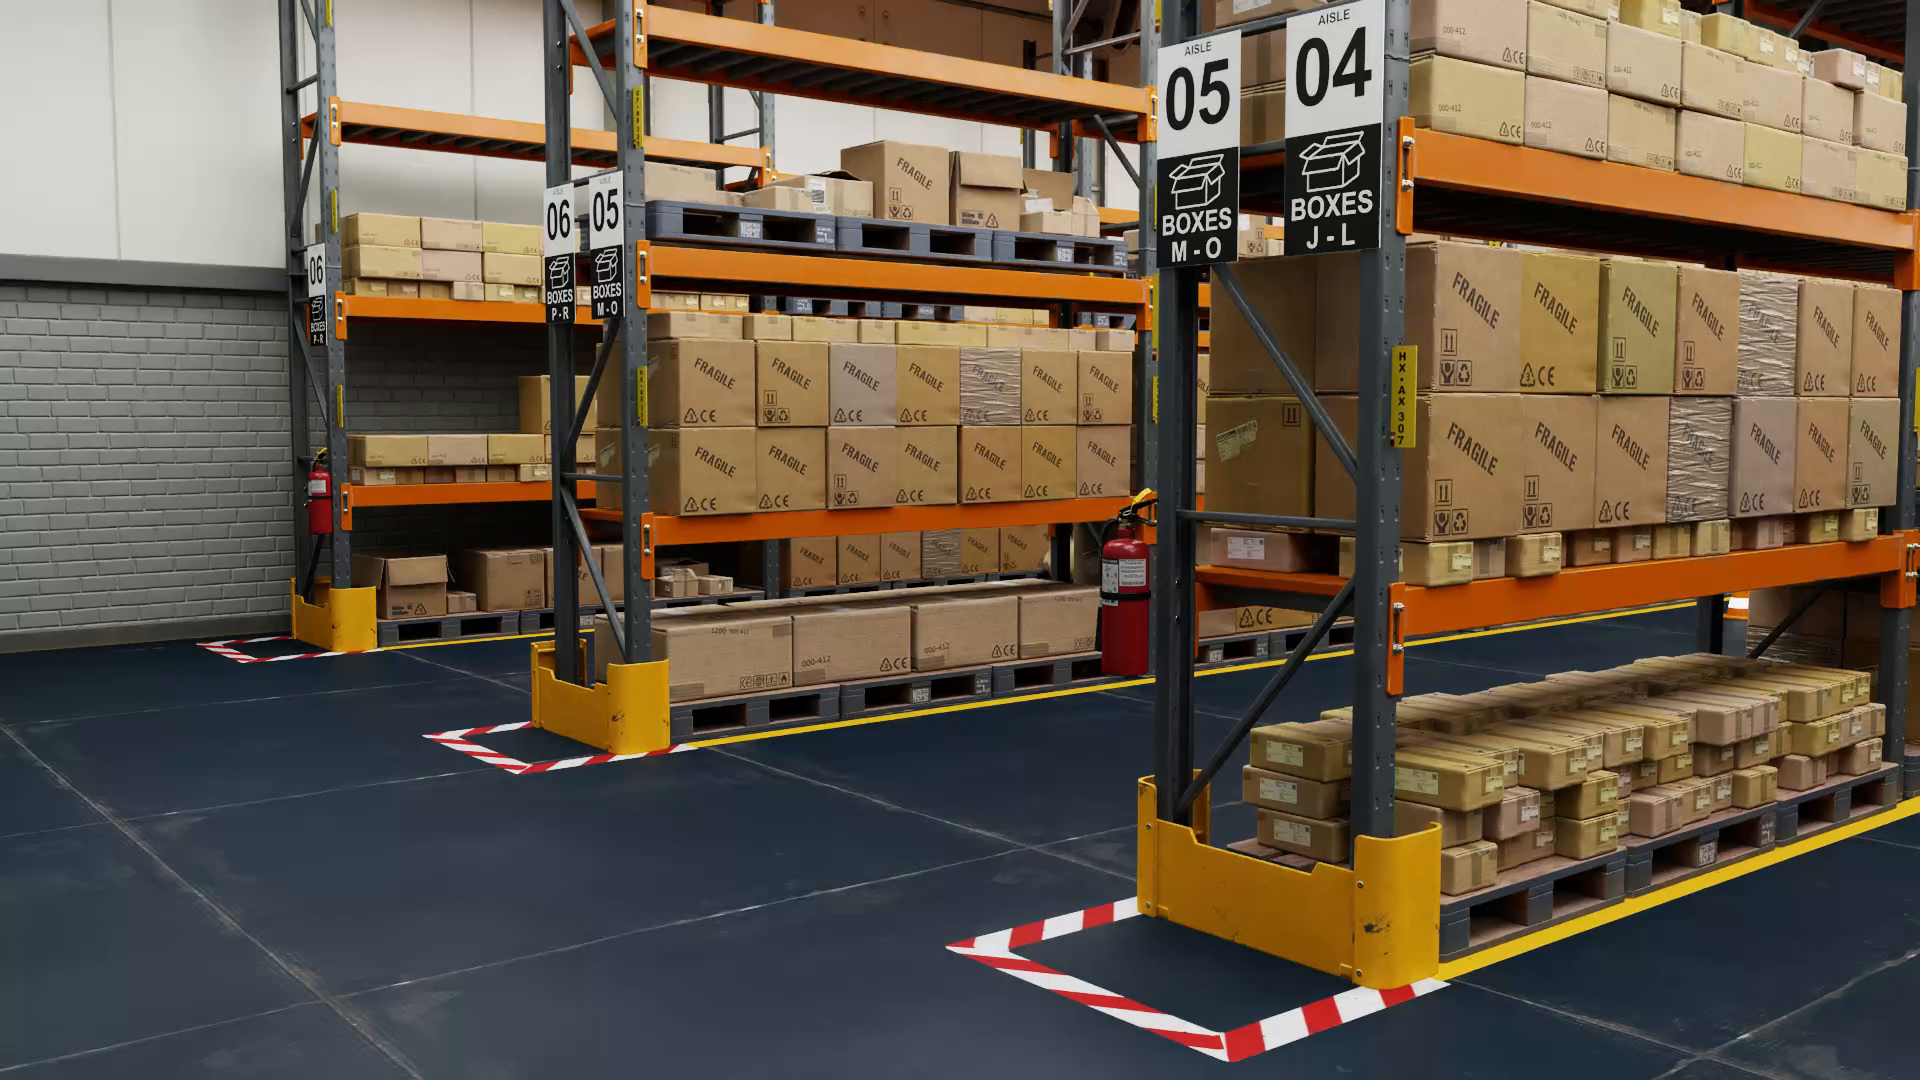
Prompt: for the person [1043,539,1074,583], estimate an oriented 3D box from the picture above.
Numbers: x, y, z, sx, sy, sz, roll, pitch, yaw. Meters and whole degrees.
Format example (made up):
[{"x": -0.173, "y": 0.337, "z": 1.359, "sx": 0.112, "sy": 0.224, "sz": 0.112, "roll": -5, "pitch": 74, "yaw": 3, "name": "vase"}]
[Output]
[{"x": 1.159, "y": 0.325, "z": 15.686, "sx": 0.864, "sy": 0.756, "sz": 0.457, "roll": -4, "pitch": 6, "yaw": -40, "name": "person"}]
